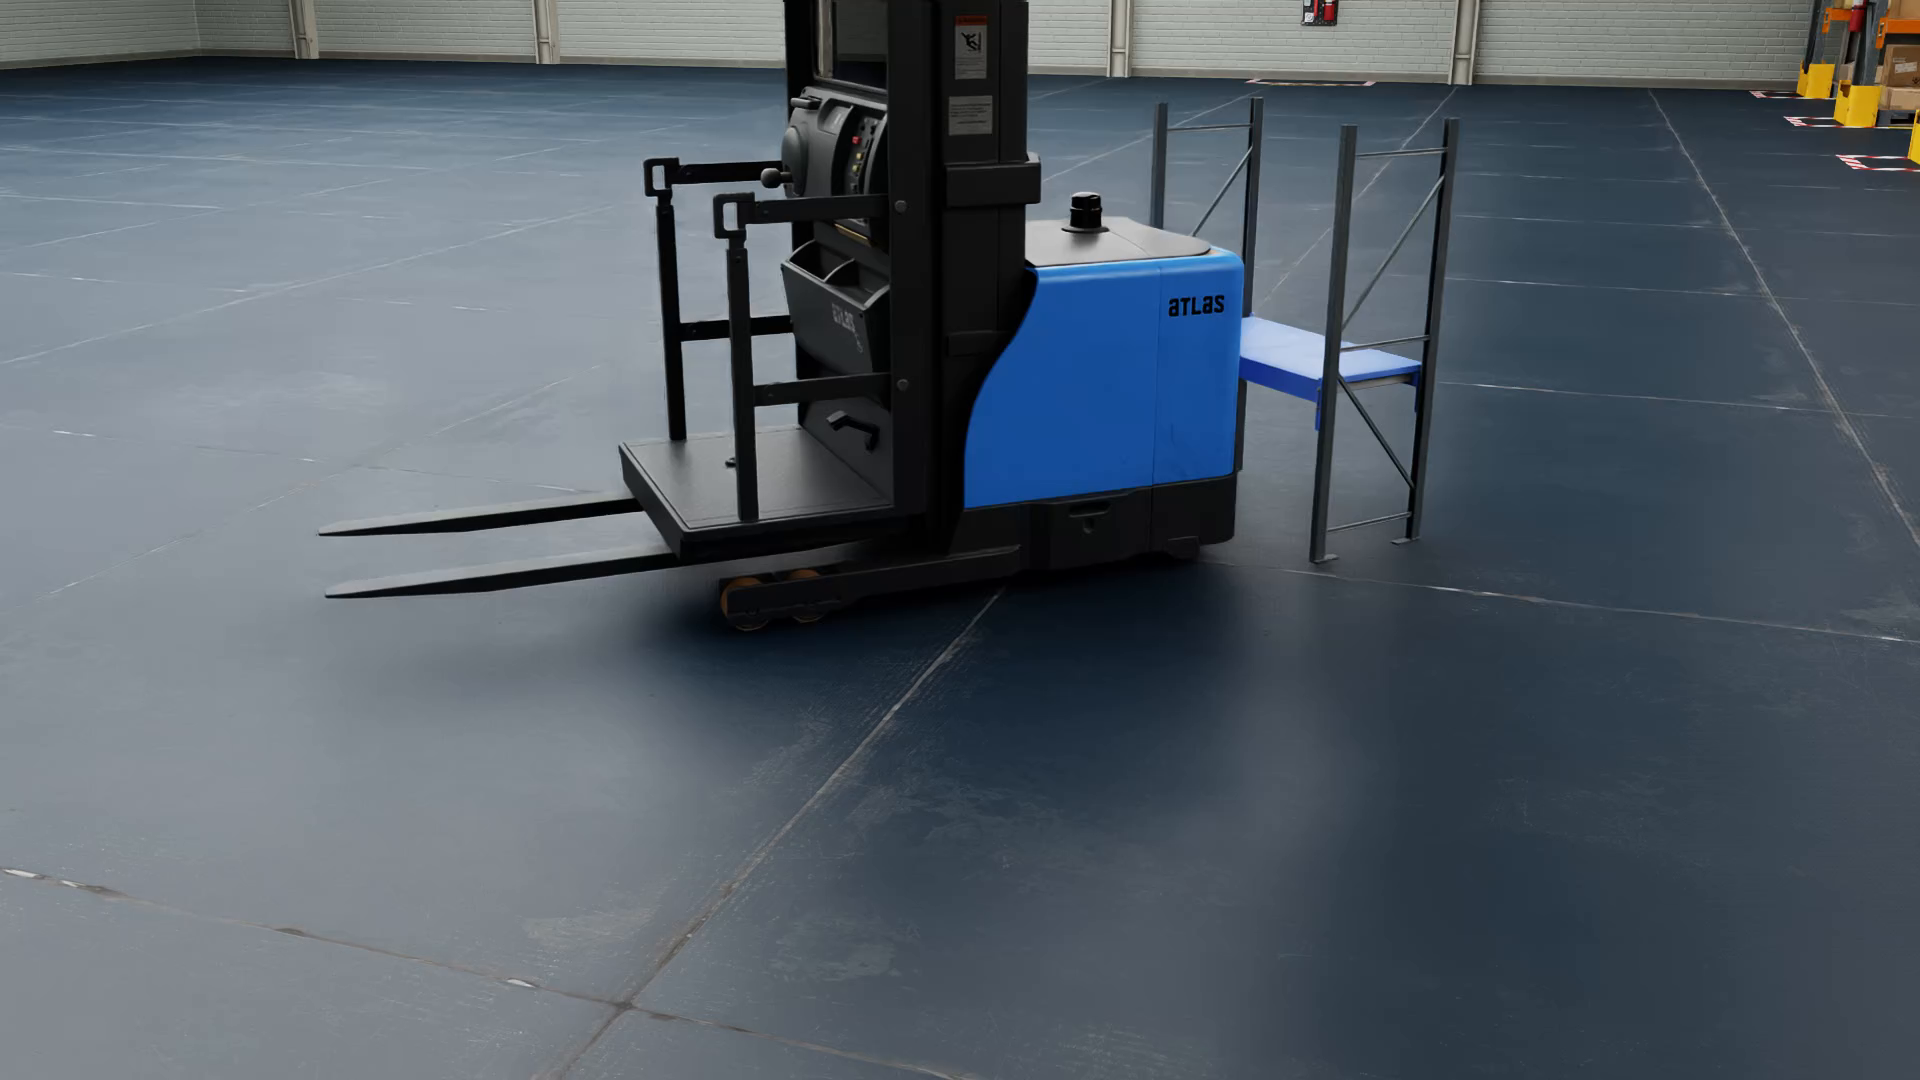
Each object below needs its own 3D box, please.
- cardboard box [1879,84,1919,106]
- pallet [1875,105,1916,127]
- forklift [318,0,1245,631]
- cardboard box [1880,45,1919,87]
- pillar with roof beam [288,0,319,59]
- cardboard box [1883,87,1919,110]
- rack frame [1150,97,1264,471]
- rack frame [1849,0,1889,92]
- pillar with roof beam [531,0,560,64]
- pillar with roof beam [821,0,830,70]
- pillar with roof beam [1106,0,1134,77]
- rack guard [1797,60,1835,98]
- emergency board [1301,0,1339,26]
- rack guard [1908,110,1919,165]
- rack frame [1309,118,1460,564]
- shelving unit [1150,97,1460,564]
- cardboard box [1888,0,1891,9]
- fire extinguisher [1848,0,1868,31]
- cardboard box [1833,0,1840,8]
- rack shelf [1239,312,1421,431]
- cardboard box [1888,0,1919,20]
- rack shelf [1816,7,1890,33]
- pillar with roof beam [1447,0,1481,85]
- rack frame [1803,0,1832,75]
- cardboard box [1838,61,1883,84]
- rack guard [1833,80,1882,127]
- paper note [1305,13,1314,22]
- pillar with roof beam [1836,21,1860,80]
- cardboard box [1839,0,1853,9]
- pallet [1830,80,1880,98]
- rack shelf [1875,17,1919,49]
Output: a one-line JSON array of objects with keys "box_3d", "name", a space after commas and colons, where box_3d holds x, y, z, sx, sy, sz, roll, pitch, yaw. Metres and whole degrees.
[{"box_3d": [12.277, -5.787, 21.661, 0.500, 0.250, 0.500, 7, 20, 18], "name": "cardboard box"}, {"box_3d": [12.410, -5.467, 21.440, 1.213, 0.211, 1.003, 7, 20, 18], "name": "pallet"}, {"box_3d": [-0.595, -1.293, 5.333, 3.031, 2.935, 1.130, -7, 21, -20], "name": "forklift"}, {"box_3d": [12.278, -6.142, 21.540, 0.500, 0.500, 0.500, 7, 20, 18], "name": "cardboard box"}, {"box_3d": [-15.510, -13.322, 30.624, 0.400, 9.000, 9.100, 7, 20, 18], "name": "pillar with roof beam"}, {"box_3d": [12.107, -5.626, 21.199, 0.500, 0.250, 0.500, 7, 20, 18], "name": "cardboard box"}, {"box_3d": [0.948, -0.960, 6.553, 0.500, 1.500, 0.032, -11, 22, -28], "name": "rack frame"}, {"box_3d": [11.674, -6.854, 21.181, 0.127, 3.000, 1.000, 7, 20, 18], "name": "rack frame"}, {"box_3d": [-9.843, -12.674, 28.765, 0.400, 9.000, 9.100, 7, 20, 18], "name": "pillar with roof beam"}, {"box_3d": [-4.175, -12.026, 26.905, 0.400, 9.000, 9.100, 7, 20, 18], "name": "pillar with roof beam"}, {"box_3d": [1.493, -11.378, 25.046, 0.400, 9.000, 9.100, 7, 20, 18], "name": "pillar with roof beam"}, {"box_3d": [13.368, -7.206, 25.988, 0.348, 0.500, 1.175, 7, 20, 18], "name": "rack guard"}, {"box_3d": [6.251, -9.514, 28.814, 0.643, 1.169, 0.194, 7, 20, 18], "name": "emergency board"}, {"box_3d": [10.132, -4.140, 17.193, 0.348, 0.500, 1.175, 7, 20, 18], "name": "rack guard"}, {"box_3d": [1.454, -0.670, 5.720, 0.500, 1.500, 0.032, -11, 22, -28], "name": "rack frame"}, {"box_3d": [1.201, -0.815, 6.137, 0.538, 1.500, 1.048, -11, 22, -28], "name": "shelving unit"}, {"box_3d": [14.148, -8.130, 25.039, 0.500, 0.250, 0.500, 6, 20, 16], "name": "cardboard box"}, {"box_3d": [11.715, -6.974, 21.644, 0.183, 0.674, 0.296, 7, 20, 18], "name": "fire extinguisher"}, {"box_3d": [13.801, -8.343, 25.650, 0.500, 0.250, 0.500, 7, 20, 19], "name": "cardboard box"}, {"box_3d": [1.201, -0.646, 6.196, 0.538, 0.185, 1.000, -11, 22, -28], "name": "rack shelf"}, {"box_3d": [12.111, -6.846, 21.008, 0.500, 0.500, 0.700, 7, 20, 18], "name": "cardboard box"}, {"box_3d": [15.185, -7.838, 25.099, 4.000, 0.370, 1.077, 7, 20, 18], "name": "rack shelf"}, {"box_3d": [7.161, -10.730, 23.187, 0.400, 9.000, 9.100, 7, 20, 18], "name": "pillar with roof beam"}, {"box_3d": [13.296, -8.394, 25.600, 0.127, 3.000, 1.000, 7, 20, 18], "name": "rack frame"}, {"box_3d": [13.920, -7.230, 25.676, 0.500, 0.311, 0.500, 4, 20, 12], "name": "cardboard box"}, {"box_3d": [11.651, -5.676, 21.599, 0.348, 0.500, 1.175, 7, 20, 18], "name": "rack guard"}, {"box_3d": [6.107, -9.139, 29.076, 0.142, 0.148, 0.016, 7, 20, 18], "name": "paper note"}, {"box_3d": [12.828, -10.082, 21.328, 0.400, 9.000, 9.100, 7, 20, 18], "name": "pillar with roof beam"}, {"box_3d": [13.653, -8.181, 25.187, 0.500, 0.250, 0.500, 6, 20, 16], "name": "cardboard box"}, {"box_3d": [14.124, -6.970, 25.753, 1.213, 0.211, 1.003, 7, 20, 18], "name": "pallet"}, {"box_3d": [13.563, -6.298, 20.679, 4.000, 0.370, 1.077, 7, 20, 18], "name": "rack shelf"}]
